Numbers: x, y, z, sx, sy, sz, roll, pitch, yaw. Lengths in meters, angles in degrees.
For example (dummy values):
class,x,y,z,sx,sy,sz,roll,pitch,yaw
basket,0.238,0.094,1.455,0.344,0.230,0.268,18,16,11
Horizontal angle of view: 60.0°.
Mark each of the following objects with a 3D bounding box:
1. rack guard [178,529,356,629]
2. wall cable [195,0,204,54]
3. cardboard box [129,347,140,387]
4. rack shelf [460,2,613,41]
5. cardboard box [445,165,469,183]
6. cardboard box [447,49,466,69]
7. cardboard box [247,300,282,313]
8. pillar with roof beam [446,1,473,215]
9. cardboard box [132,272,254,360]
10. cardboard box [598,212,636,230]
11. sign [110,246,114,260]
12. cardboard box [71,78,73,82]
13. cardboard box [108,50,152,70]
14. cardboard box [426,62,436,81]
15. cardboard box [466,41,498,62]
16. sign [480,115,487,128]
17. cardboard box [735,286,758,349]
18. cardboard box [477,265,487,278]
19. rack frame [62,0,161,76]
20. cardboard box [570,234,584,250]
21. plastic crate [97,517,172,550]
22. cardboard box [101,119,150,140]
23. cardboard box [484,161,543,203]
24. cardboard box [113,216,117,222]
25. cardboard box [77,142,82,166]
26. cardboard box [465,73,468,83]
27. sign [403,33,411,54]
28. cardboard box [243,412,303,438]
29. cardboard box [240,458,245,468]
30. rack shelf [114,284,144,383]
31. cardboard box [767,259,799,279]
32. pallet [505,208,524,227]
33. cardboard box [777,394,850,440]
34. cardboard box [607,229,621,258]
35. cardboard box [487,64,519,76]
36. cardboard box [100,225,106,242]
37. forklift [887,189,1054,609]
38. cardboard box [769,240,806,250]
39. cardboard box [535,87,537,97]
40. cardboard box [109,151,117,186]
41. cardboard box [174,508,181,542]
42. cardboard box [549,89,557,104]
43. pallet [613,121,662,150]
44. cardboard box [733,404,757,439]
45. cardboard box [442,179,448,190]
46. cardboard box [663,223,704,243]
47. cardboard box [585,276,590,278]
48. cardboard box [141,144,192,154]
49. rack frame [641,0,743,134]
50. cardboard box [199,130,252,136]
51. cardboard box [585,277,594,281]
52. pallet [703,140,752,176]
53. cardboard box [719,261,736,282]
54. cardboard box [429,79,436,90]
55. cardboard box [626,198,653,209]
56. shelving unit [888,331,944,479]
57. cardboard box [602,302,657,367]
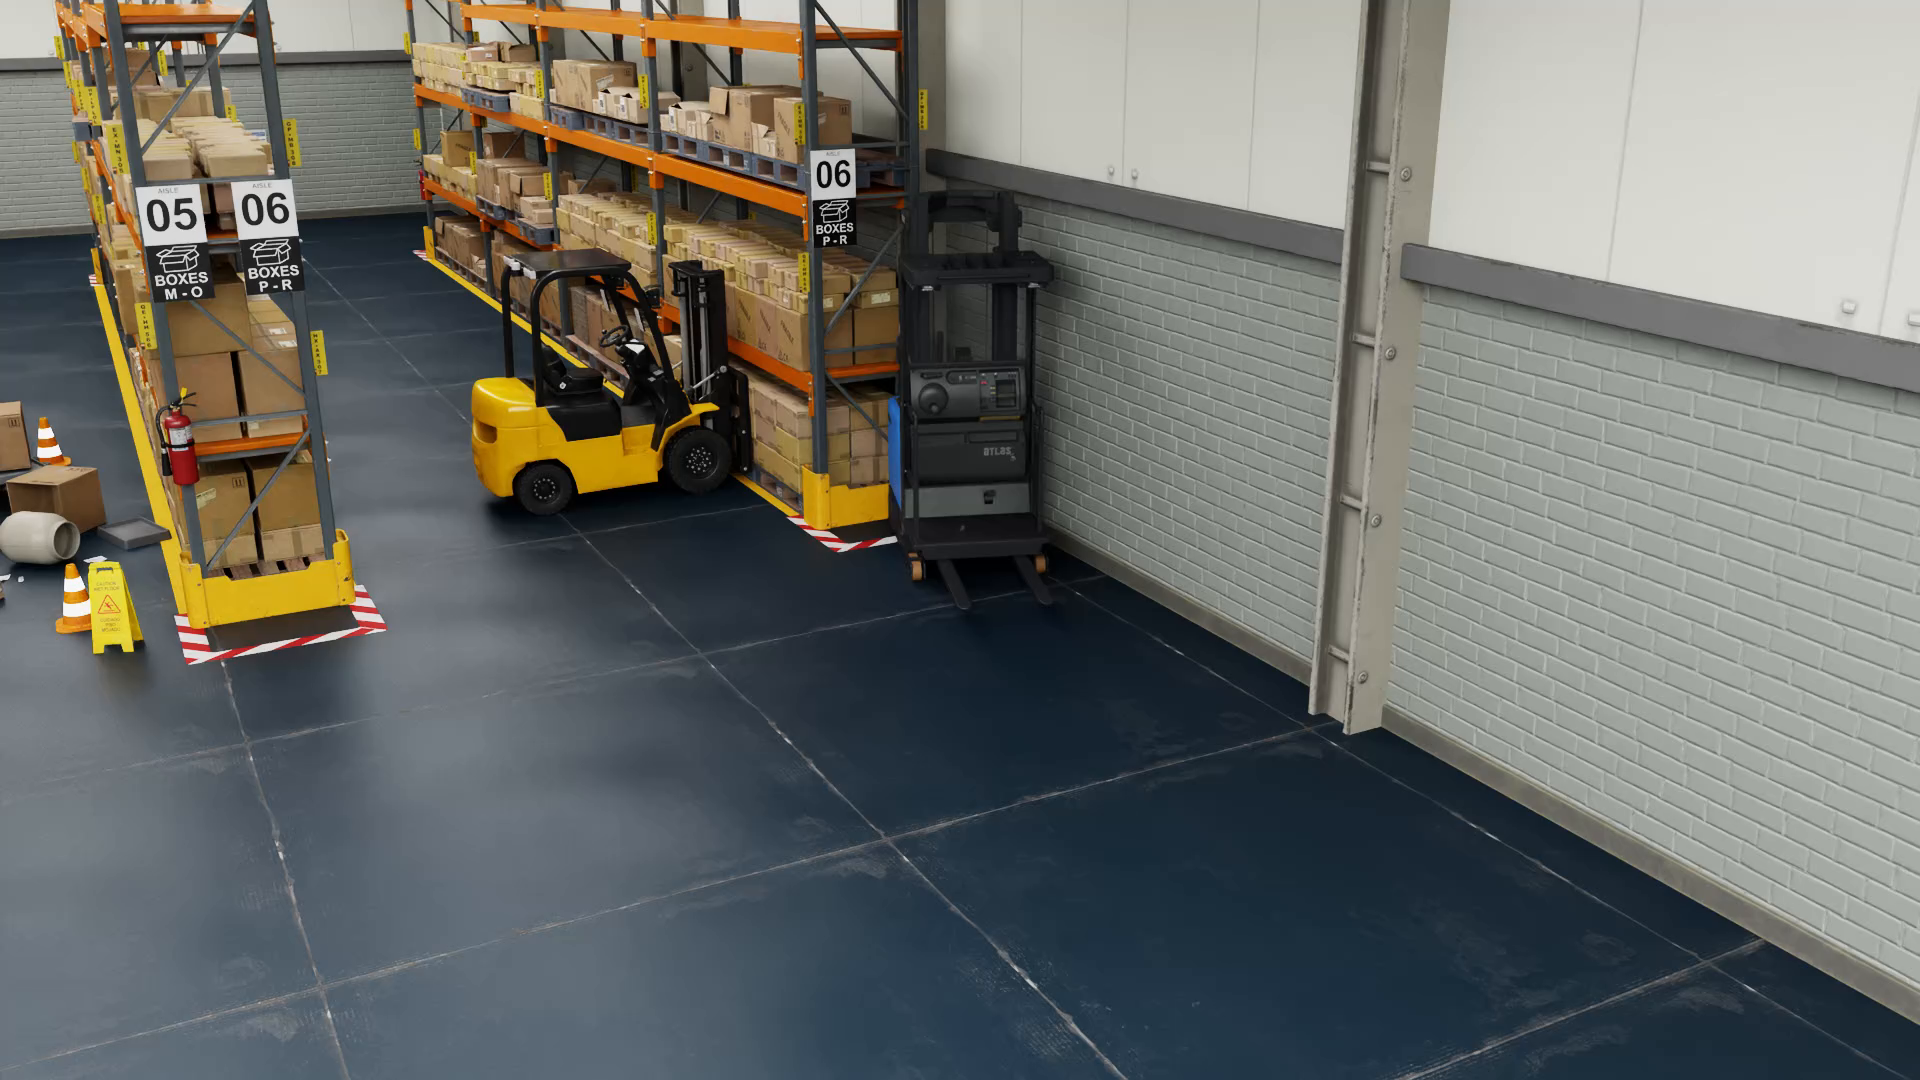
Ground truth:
class,x,y,z,sx,sy,sz,roll,pitch,yaw
rack guard,-5.213,0.285,12.538,1.175,0.500,0.348,-10,21,-27
wall cable,-12.591,-10.447,30.553,2.988,3.039,0.133,-10,21,-27
cardboard box,-8.716,-1.963,18.608,0.950,0.372,0.625,-12,22,-30
rack shelf,-5.559,-6.822,21.821,1.077,0.370,4.000,-10,21,-27
cardboard box,-7.685,-5.702,25.831,0.500,0.250,0.500,-11,22,-28
cardboard box,-7.209,-7.065,24.416,0.500,0.250,0.500,-10,22,-28
cardboard box,-5.898,-1.680,13.793,0.500,0.500,0.500,-10,22,-28
pillar with roof beam,-12.684,-9.320,27.345,9.100,9.000,0.400,-10,21,-27
cardboard box,-5.611,-1.648,12.166,0.700,0.500,0.500,-11,22,-28
cardboard box,-3.894,-3.636,18.923,0.380,0.149,0.250,-11,22,-28
sign,-7.563,-2.483,14.953,0.100,0.325,0.005,-10,21,-27
cardboard box,-10.945,-5.674,20.941,0.396,0.266,0.258,-10,22,-27
cardboard box,-10.969,-6.232,22.043,0.500,0.500,0.500,-10,21,-26
cardboard box,-7.946,-7.264,25.759,0.500,0.250,0.500,-11,22,-28
cardboard box,-6.673,-6.830,23.224,0.396,0.266,0.258,-10,22,-27
sign,-7.910,-7.014,27.601,0.100,0.325,0.005,-10,21,-27
cardboard box,-1.757,-2.090,15.435,0.500,0.500,0.500,-10,22,-28
cardboard box,-7.031,-4.054,25.009,0.380,0.149,0.250,-11,22,-28
rack frame,-10.875,-7.155,21.071,1.000,3.000,0.127,-10,21,-27
cardboard box,-4.379,-3.560,20.078,0.500,0.250,0.500,-10,22,-28
plastic crate,-7.052,-0.065,14.196,0.583,0.080,0.402,16,25,39
cardboard box,-7.214,-3.558,14.407,0.380,0.149,0.250,-10,22,-28
cardboard box,-6.230,-5.013,23.262,0.700,0.500,0.500,-10,21,-26
cardboard box,-8.454,-3.092,17.241,0.500,0.500,0.500,-10,21,-26
cardboard box,-12.797,-5.805,24.671,0.500,0.500,0.500,-11,22,-28
cardboard box,-6.716,-6.487,23.321,0.380,0.149,0.250,-10,21,-26
sign,-8.885,-7.984,26.733,0.100,0.325,0.005,-10,21,-27
cardboard box,-5.156,-0.885,12.483,0.380,0.149,0.250,-10,21,-26
cardboard box,-5.580,-0.558,13.572,0.500,0.500,0.500,-11,22,-29
rack shelf,-8.026,-2.257,17.176,1.077,0.370,4.000,-10,21,-27
cardboard box,-1.511,-2.429,14.968,0.380,0.149,0.250,-10,21,-26
pallet,-5.536,-4.408,22.600,1.003,0.211,1.213,-10,21,-27
cardboard box,-1.303,-1.099,14.758,0.500,0.250,0.500,-9,21,-25
cardboard box,-3.656,-3.354,18.715,0.500,0.250,0.500,-10,21,-26
cardboard box,-6.162,-6.342,22.445,0.380,0.149,0.250,-10,21,-26
cardboard box,-9.937,-3.726,19.795,0.500,0.250,0.500,-11,22,-28
forklift,0.100,-1.183,13.067,1.130,2.935,3.031,-3,19,-9
cardboard box,-1.619,-2.792,16.020,0.380,0.149,0.250,-9,21,-25
cardboard box,-5.095,-5.618,20.835,0.380,0.149,0.250,-11,22,-28
cardboard box,-6.628,-3.049,13.545,0.500,0.250,0.500,-10,21,-26
cardboard box,-6.036,-0.113,13.433,0.500,0.250,0.500,-10,21,-26
cardboard box,-4.711,-5.347,19.991,0.380,0.166,0.250,-10,21,-27
pallet,-3.140,-4.371,17.895,0.805,0.209,1.217,-11,22,-29
cardboard box,-1.809,-1.161,15.703,0.500,0.250,0.500,-11,22,-28
cardboard box,-7.925,-5.604,26.159,0.380,0.149,0.250,-11,22,-28
cardboard box,-2.819,-3.150,17.057,0.380,0.149,0.250,-10,21,-26
cardboard box,-4.873,-3.602,22.164,0.380,0.149,0.250,-10,21,-26
cardboard box,-5.898,-2.833,12.307,0.380,0.149,0.250,-10,21,-26
rack frame,-2.709,-5.628,16.647,1.000,3.000,0.127,-10,21,-27
cardboard box,-5.913,-3.211,13.403,0.380,0.149,0.250,-10,21,-26
cardboard box,-4.778,-3.266,22.186,0.500,0.500,0.500,-10,21,-26
pallet,-1.706,-3.578,15.439,1.003,0.211,1.213,-10,21,-27
cardboard box,-2.073,-2.567,15.825,0.380,0.149,0.250,-10,22,-28
cardboard box,-8.048,-7.100,25.895,0.380,0.149,0.250,-10,21,-27
cardboard box,-3.806,-4.031,20.068,0.380,0.149,0.250,-10,22,-28
shelving unit,-0.079,-0.972,14.606,0.587,1.500,1.083,-12,24,-36
cardboard box,-3.688,-2.456,19.647,0.875,0.625,0.625,-11,22,-29
